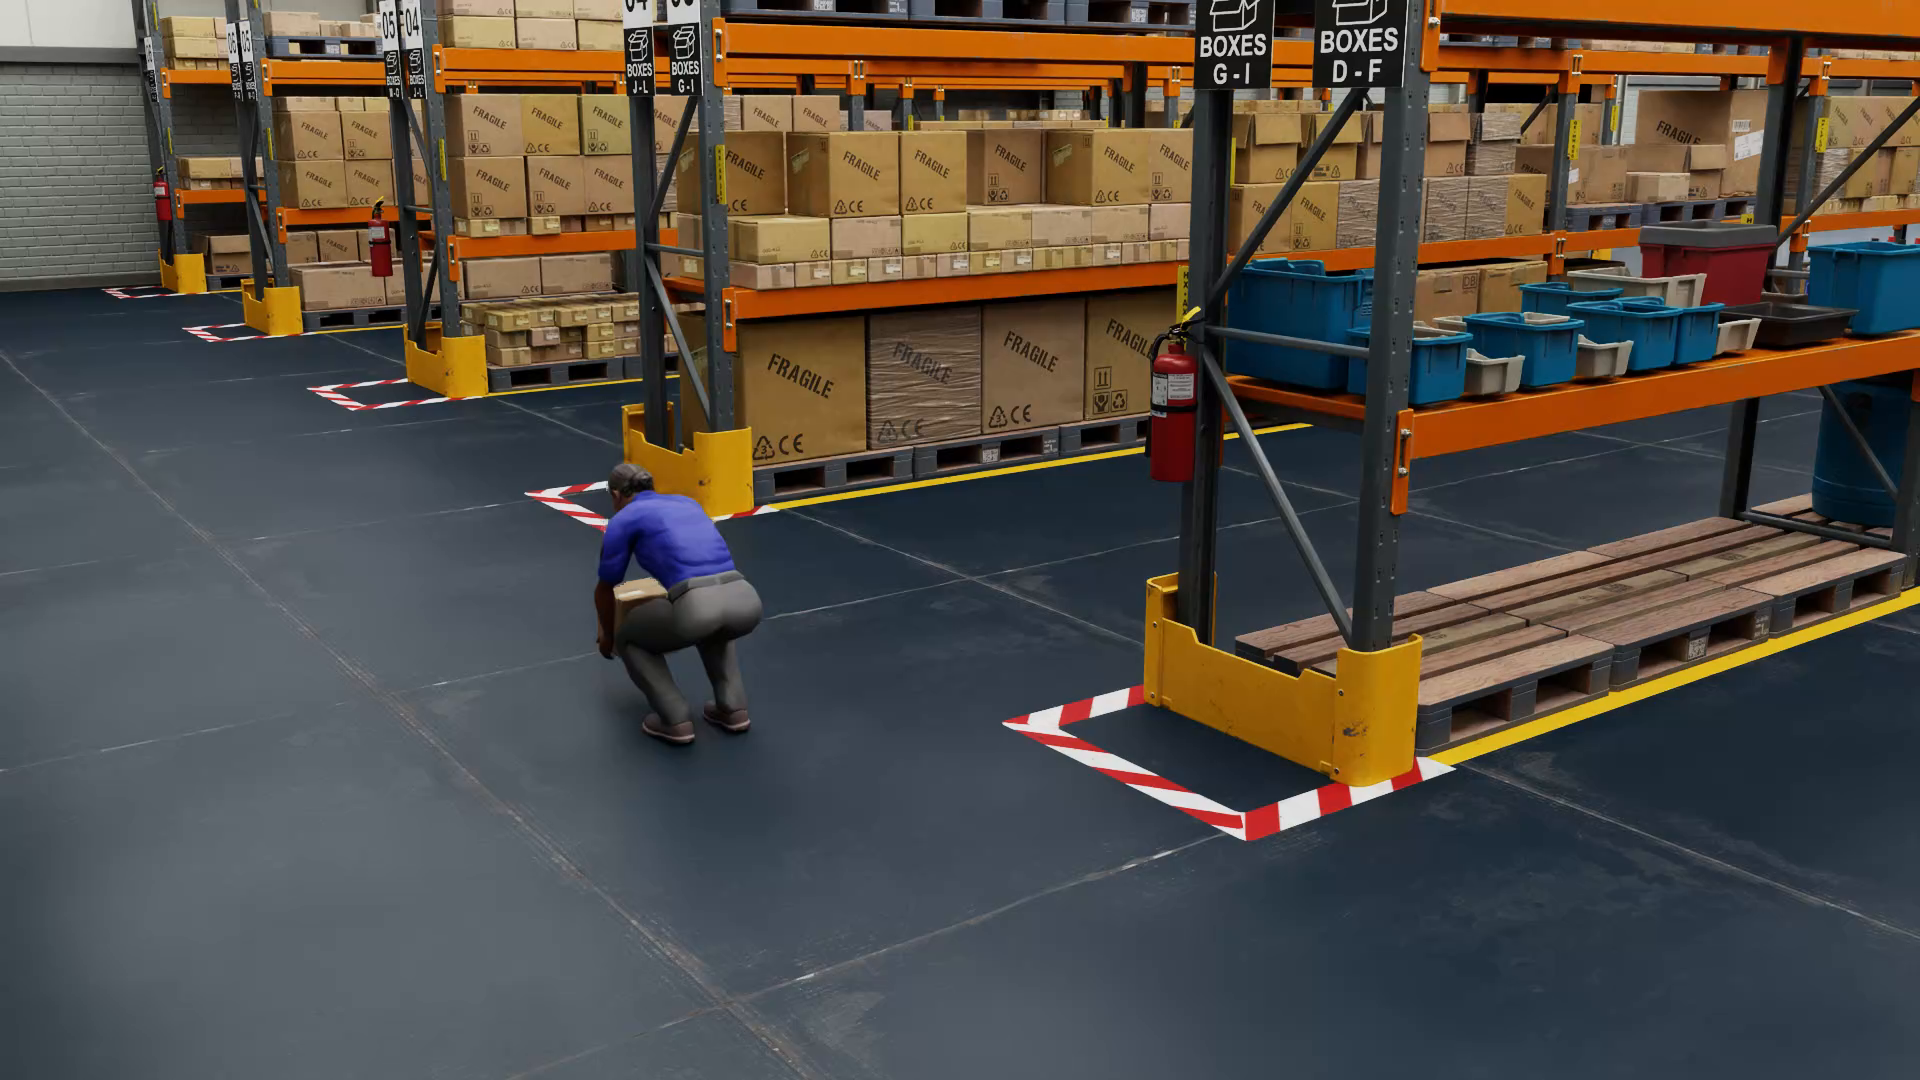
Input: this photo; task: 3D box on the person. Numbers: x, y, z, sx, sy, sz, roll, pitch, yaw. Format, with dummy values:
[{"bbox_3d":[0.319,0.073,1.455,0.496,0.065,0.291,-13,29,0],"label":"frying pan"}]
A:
[{"bbox_3d":[-1.103,0.236,6.421,0.484,1.006,0.786,-10,18,-35],"label":"person"}]
